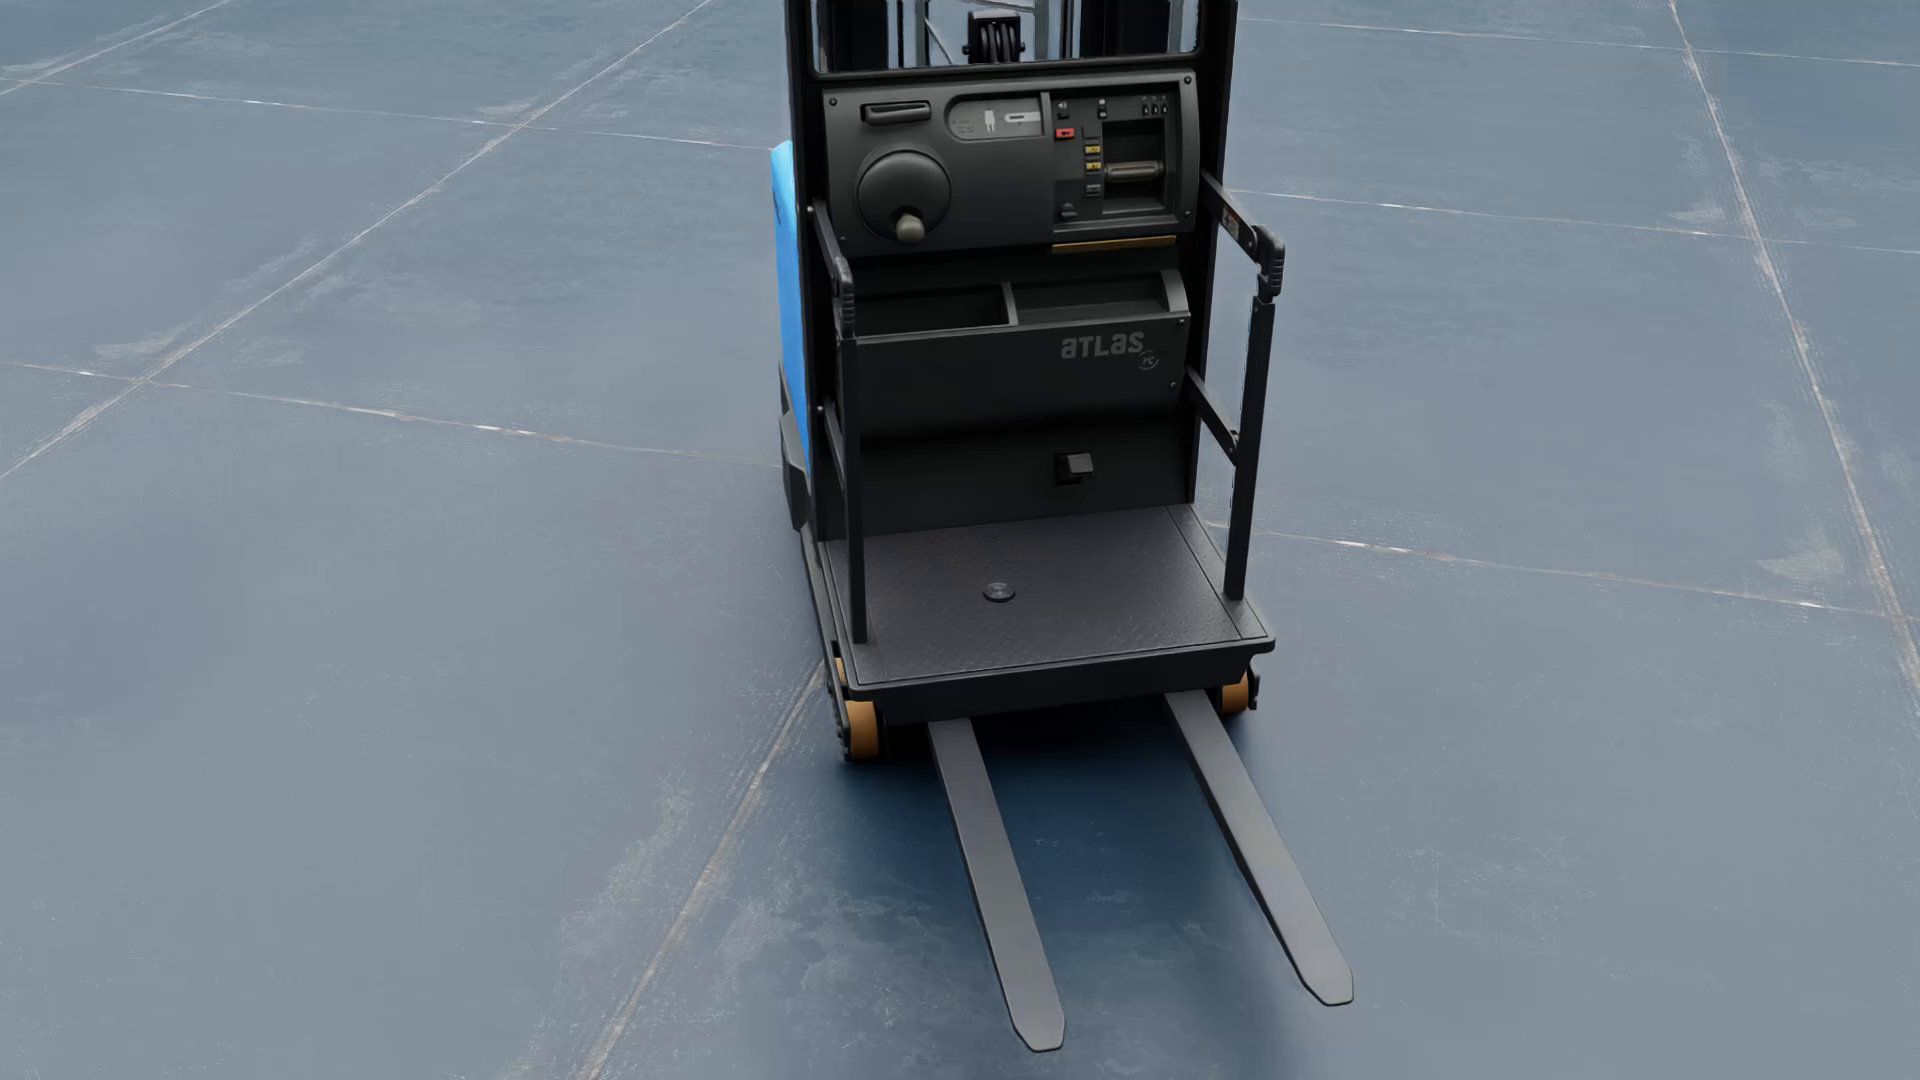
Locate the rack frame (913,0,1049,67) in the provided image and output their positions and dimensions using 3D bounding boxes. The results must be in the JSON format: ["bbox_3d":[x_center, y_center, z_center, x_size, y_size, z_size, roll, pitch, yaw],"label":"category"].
[{"bbox_3d":[0.064,-1.208,5.752,0.500,1.500,0.032,19,37,27],"label":"rack frame"}]

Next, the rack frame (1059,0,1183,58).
[{"bbox_3d":[0.605,-1.670,6.478,0.500,1.500,0.032,19,37,27],"label":"rack frame"}]

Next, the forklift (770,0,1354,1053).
[{"bbox_3d":[0.178,-0.877,3.898,1.130,2.935,3.031,-6,33,-9],"label":"forklift"}]

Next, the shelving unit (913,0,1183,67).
[{"bbox_3d":[0.339,-1.443,6.122,0.587,1.500,1.083,19,37,27],"label":"shelving unit"}]
